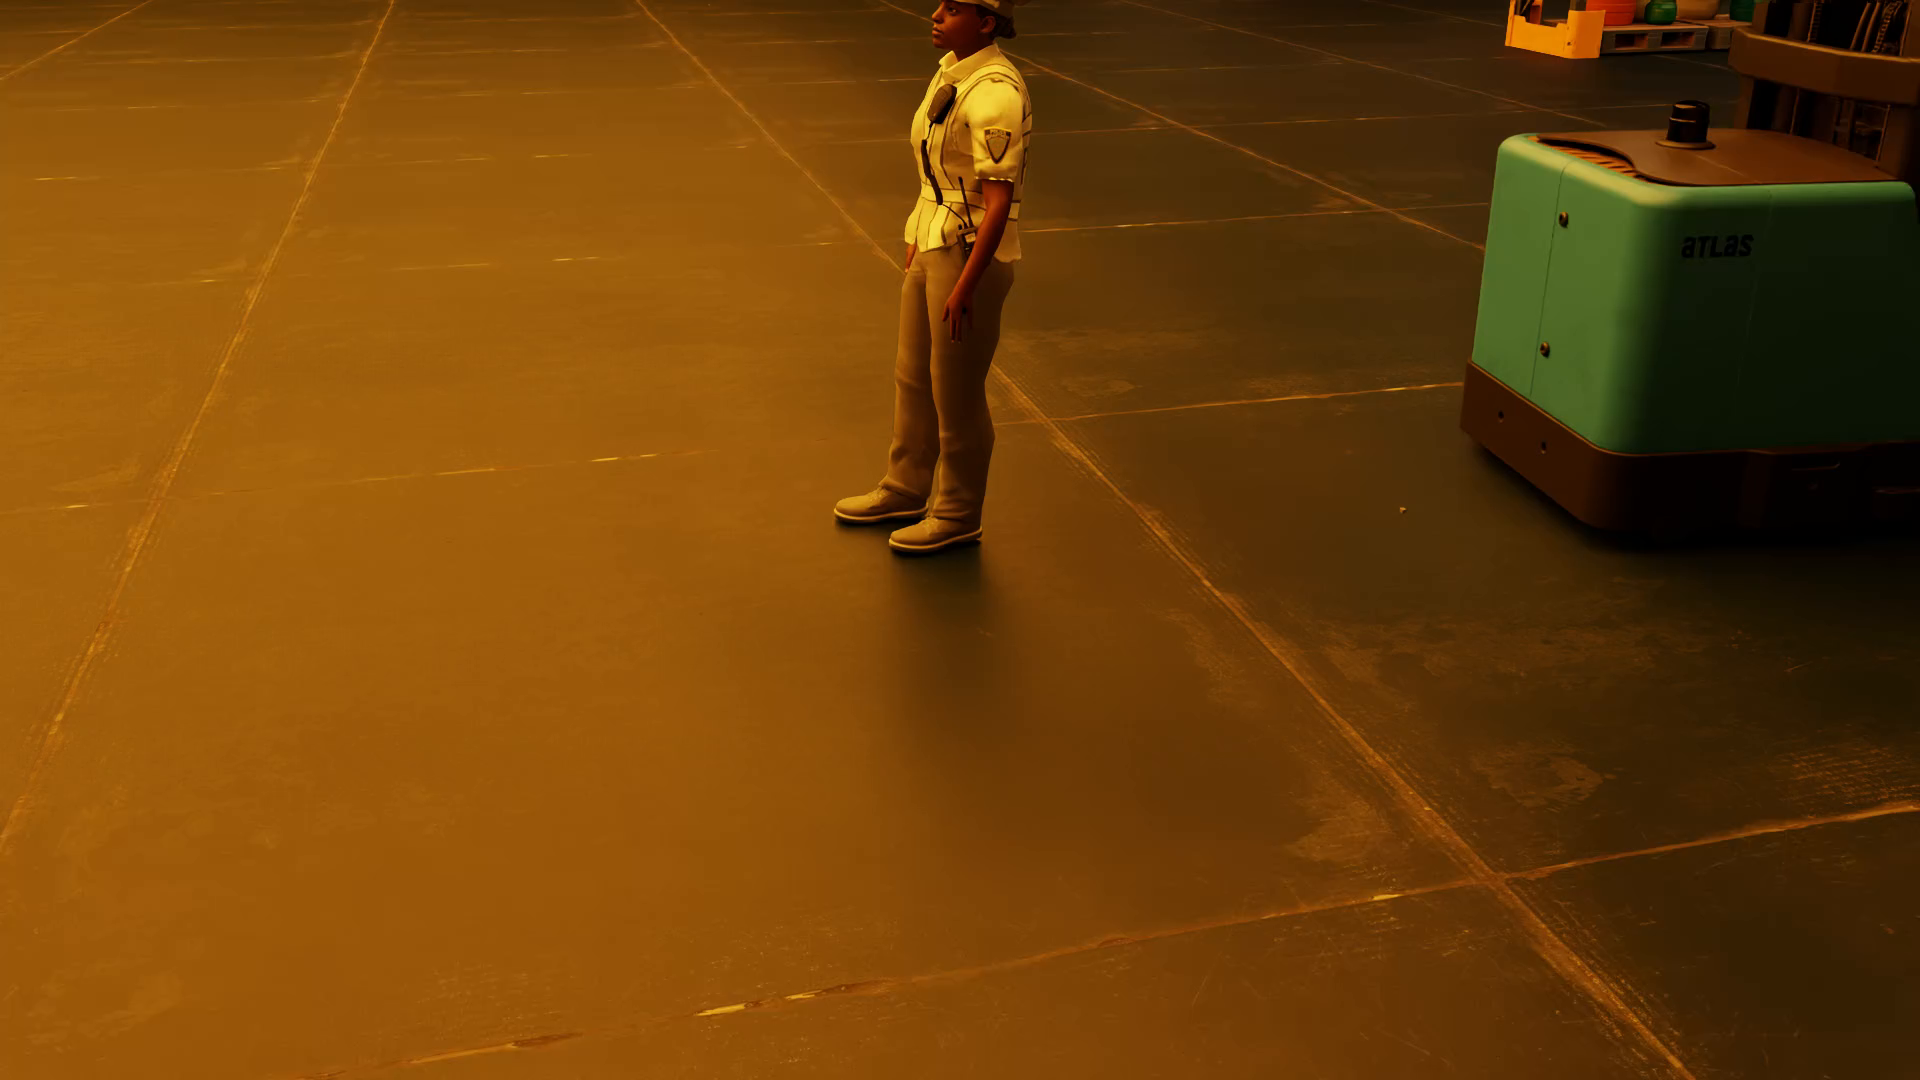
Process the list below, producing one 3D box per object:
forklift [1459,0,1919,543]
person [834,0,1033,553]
[{"bbox_3d":[3.301,-1.591,5.049,3.031,2.935,1.130,-3,23,-8],"label":"forklift"},{"bbox_3d":[-0.077,-0.786,4.718,0.530,1.694,0.569,-6,24,-14],"label":"person"}]
